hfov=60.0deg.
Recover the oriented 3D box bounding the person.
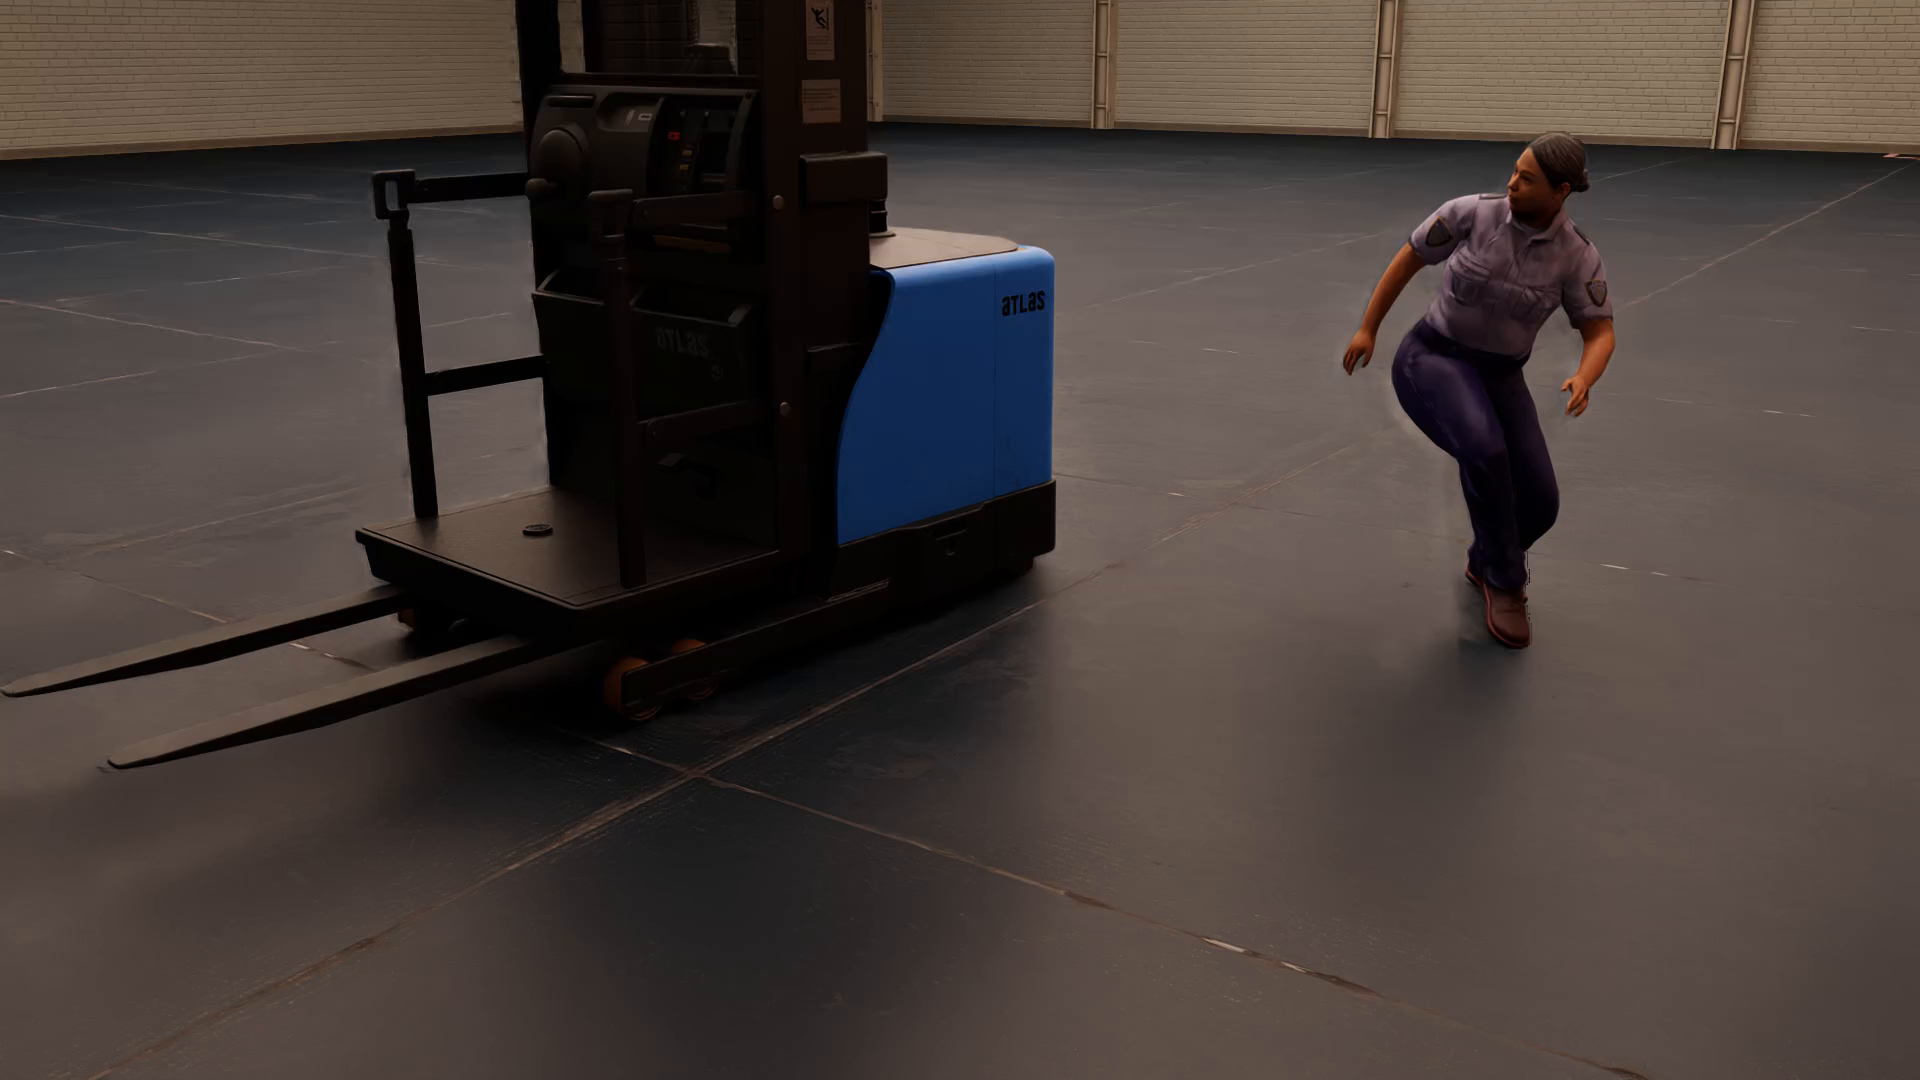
[{"bbox_3d":[1.589,-0.471,5.012,0.703,1.473,0.729,-1,17,-4],"label":"person"}]

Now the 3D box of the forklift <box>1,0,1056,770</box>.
[{"bbox_3d":[-1.036,-1.092,4.485,1.130,2.935,3.031,14,22,40],"label":"forklift"}]
